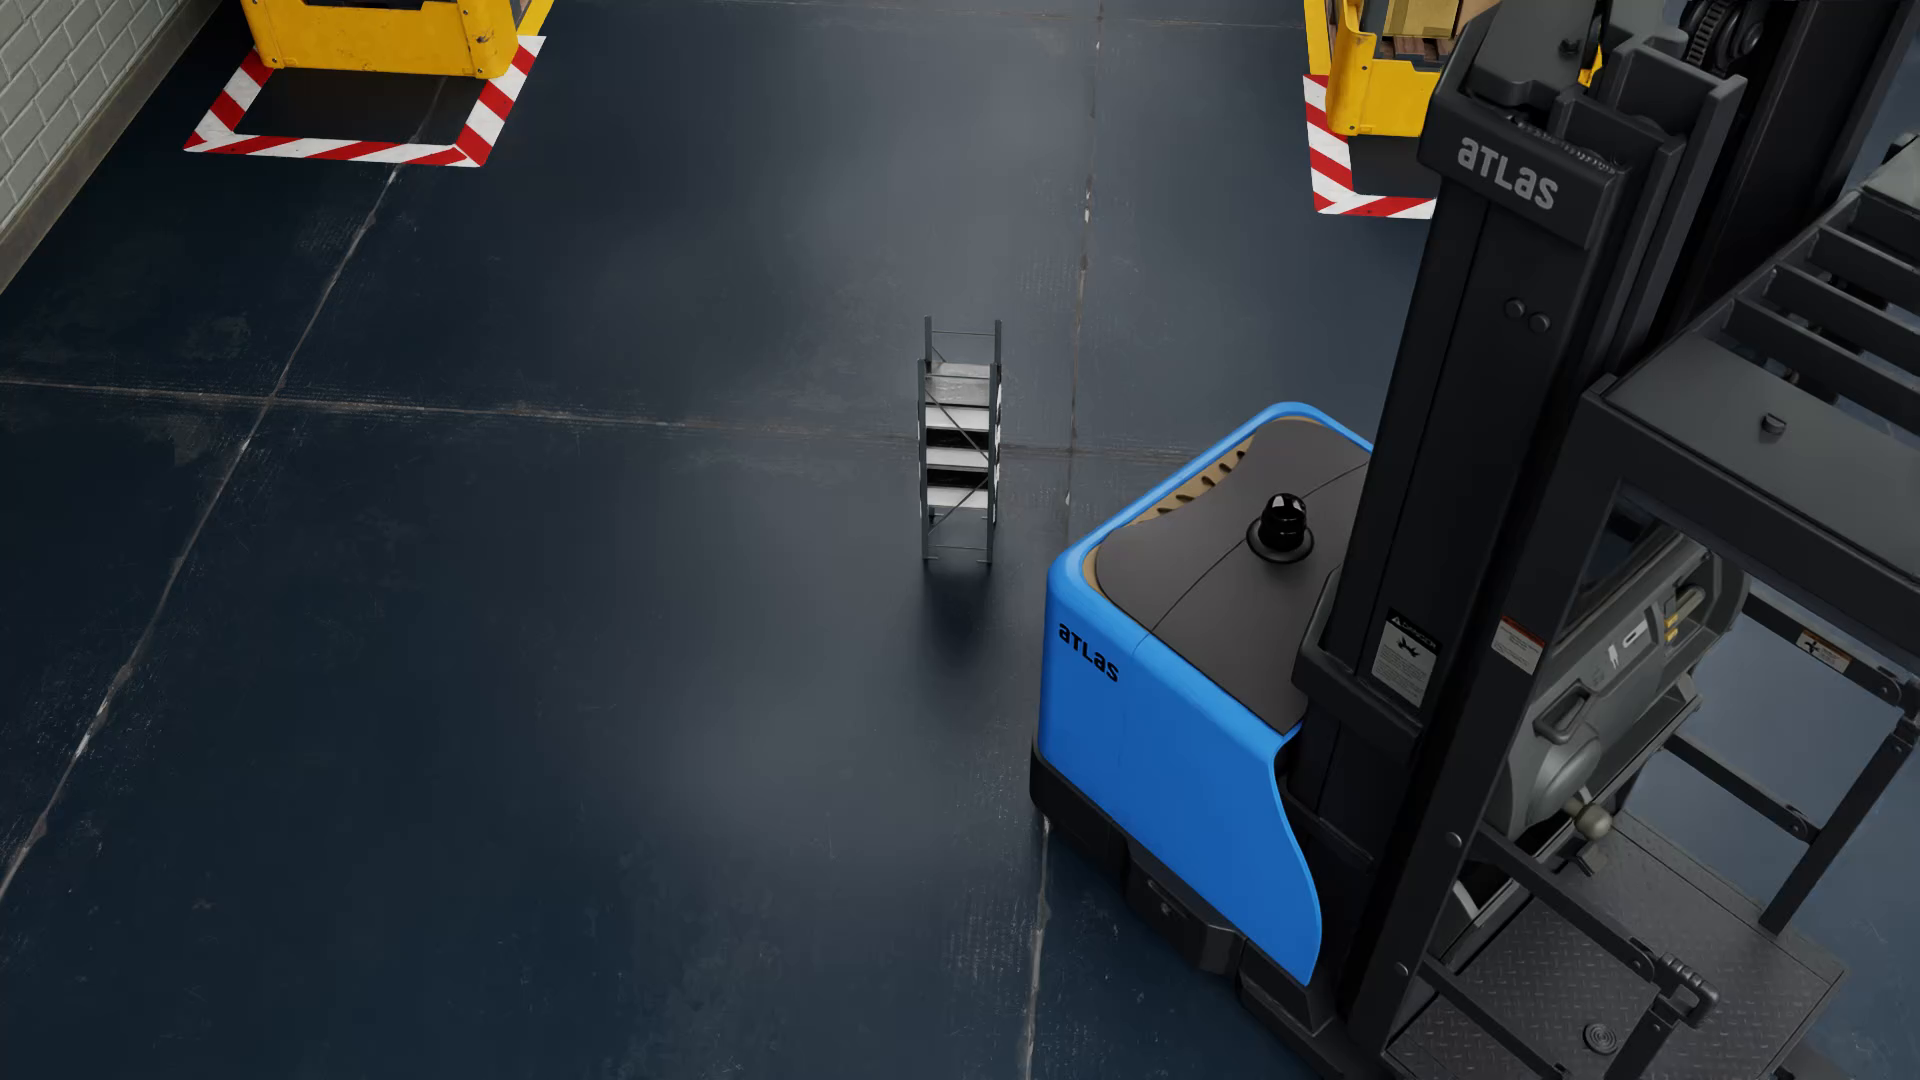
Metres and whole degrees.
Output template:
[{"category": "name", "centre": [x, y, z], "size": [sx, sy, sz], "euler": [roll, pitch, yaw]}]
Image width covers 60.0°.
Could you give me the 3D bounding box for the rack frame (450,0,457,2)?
[{"category": "rack frame", "centre": [-2.693, -3.254, 6.693], "size": [1.000, 3.000, 0.127], "euler": [4, 48, 4]}]

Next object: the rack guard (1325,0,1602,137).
[{"category": "rack guard", "centre": [2.239, -2.062, 7.297], "size": [1.175, 0.500, 0.348], "euler": [4, 48, 4]}]

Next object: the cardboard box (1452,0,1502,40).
[{"category": "cardboard box", "centre": [2.511, -2.516, 7.598], "size": [0.500, 0.250, 0.500], "euler": [4, 48, 4]}]

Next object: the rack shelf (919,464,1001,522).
[{"category": "rack shelf", "centre": [0.001, -0.166, 5.581], "size": [0.258, 0.077, 0.200], "euler": [4, 48, 4]}]

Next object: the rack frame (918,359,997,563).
[{"category": "rack frame", "centre": [-0.009, -0.235, 5.355], "size": [0.240, 0.900, 0.006], "euler": [4, 48, 4]}]

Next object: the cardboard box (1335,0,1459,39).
[{"category": "cardboard box", "centre": [1.995, -2.551, 7.629], "size": [0.500, 0.250, 0.500], "euler": [4, 48, 4]}]

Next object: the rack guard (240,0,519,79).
[{"category": "rack guard", "centre": [-2.686, -2.466, 7.667], "size": [1.175, 0.500, 0.348], "euler": [4, 48, 4]}]

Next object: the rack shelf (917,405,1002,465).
[{"category": "rack shelf", "centre": [0.001, -0.348, 5.382], "size": [0.258, 0.077, 0.200], "euler": [4, 48, 4]}]

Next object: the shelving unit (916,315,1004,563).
[{"category": "shelving unit", "centre": [0.001, -0.310, 5.423], "size": [0.258, 0.900, 0.210], "euler": [4, 48, 4]}]

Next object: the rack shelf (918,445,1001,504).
[{"category": "rack shelf", "centre": [0.001, -0.226, 5.514], "size": [0.258, 0.077, 0.200], "euler": [4, 48, 4]}]

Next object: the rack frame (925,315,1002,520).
[{"category": "rack frame", "centre": [0.010, -0.384, 5.492], "size": [0.240, 0.900, 0.006], "euler": [4, 48, 4]}]

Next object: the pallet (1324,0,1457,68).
[{"category": "pallet", "centre": [2.269, -2.547, 7.937], "size": [1.003, 0.211, 1.213], "euler": [4, 48, 4]}]

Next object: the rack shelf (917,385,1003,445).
[{"category": "rack shelf", "centre": [0.001, -0.409, 5.315], "size": [0.258, 0.077, 0.200], "euler": [4, 48, 4]}]

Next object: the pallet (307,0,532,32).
[{"category": "pallet", "centre": [-2.576, -2.963, 8.317], "size": [1.003, 0.211, 1.213], "euler": [4, 48, 4]}]

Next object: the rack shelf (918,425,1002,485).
[{"category": "rack shelf", "centre": [0.001, -0.287, 5.448], "size": [0.258, 0.077, 0.200], "euler": [4, 48, 4]}]

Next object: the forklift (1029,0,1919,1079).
[{"category": "forklift", "centre": [1.572, 0.363, 3.432], "size": [1.130, 2.935, 3.031], "euler": [-34, 56, -27]}]

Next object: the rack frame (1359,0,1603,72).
[{"category": "rack frame", "centre": [2.241, -2.924, 6.391], "size": [1.000, 3.000, 0.127], "euler": [4, 48, 4]}]

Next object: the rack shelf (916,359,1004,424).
[{"category": "rack shelf", "centre": [0.001, -0.469, 5.249], "size": [0.258, 0.077, 0.200], "euler": [4, 48, 4]}]
